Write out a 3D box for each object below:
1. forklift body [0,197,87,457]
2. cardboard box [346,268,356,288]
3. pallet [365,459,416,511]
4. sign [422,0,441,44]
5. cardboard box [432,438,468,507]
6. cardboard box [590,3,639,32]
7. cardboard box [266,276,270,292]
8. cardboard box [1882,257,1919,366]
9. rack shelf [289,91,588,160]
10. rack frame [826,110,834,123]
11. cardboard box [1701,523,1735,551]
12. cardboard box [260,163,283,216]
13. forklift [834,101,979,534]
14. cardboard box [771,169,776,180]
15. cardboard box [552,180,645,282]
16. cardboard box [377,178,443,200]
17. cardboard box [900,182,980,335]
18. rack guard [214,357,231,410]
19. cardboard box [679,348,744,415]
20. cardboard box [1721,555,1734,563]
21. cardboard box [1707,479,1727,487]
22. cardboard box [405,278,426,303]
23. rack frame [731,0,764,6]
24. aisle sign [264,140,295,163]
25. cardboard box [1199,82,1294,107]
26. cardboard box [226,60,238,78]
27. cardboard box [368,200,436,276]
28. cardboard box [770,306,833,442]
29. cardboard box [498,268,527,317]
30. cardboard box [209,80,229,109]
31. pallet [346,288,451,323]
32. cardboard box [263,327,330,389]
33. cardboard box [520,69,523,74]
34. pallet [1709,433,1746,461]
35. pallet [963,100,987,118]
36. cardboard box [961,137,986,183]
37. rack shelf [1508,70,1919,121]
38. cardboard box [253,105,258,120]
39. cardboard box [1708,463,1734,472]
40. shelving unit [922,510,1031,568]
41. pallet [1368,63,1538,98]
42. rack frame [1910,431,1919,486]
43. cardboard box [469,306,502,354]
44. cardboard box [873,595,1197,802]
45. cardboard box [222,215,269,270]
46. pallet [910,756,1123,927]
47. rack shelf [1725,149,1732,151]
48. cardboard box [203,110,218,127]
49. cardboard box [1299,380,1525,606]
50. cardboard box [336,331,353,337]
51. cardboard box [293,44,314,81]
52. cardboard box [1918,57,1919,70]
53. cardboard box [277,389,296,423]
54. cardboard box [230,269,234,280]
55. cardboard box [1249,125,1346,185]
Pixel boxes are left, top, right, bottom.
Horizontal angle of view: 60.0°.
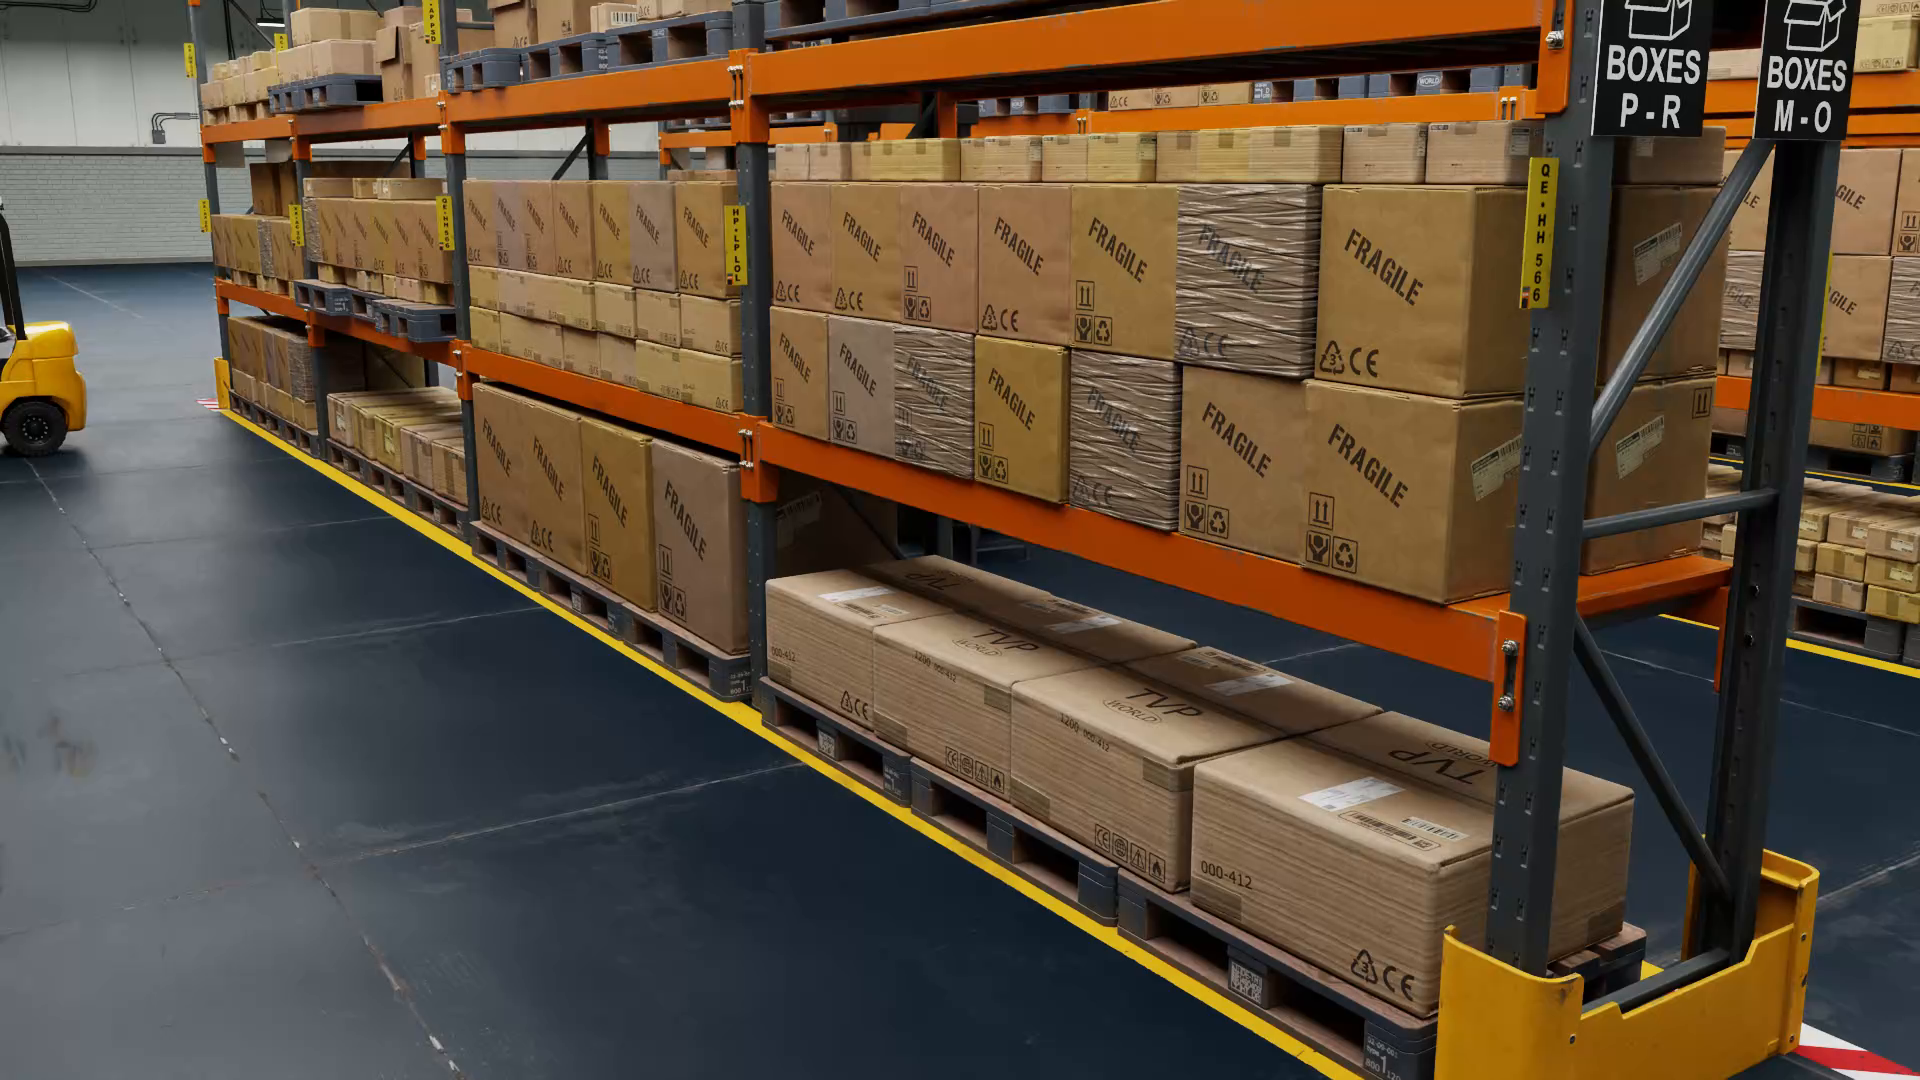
[{"bbox_3d":[-8.692,-1.775,13.942,2.313,2.155,1.214,-8,15,-33],"label":"forklift body"},{"bbox_3d":[-4.412,-1.997,12.575,0.380,0.149,0.250,-8,15,-32],"label":"cardboard box"},{"bbox_3d":[-3.802,-0.470,12.515,1.003,0.211,1.213,-8,15,-33],"label":"pallet"},{"bbox_3d":[-3.151,-3.130,9.922,0.100,0.325,0.005,-8,15,-33],"label":"sign"},{"bbox_3d":[-3.003,-0.499,11.290,0.950,0.372,0.625,-9,15,-37],"label":"cardboard box"},{"bbox_3d":[-1.655,-2.639,8.453,0.380,0.166,0.250,-7,14,-28],"label":"cardboard box"},{"bbox_3d":[-6.029,-2.315,15.014,0.380,0.149,0.250,-8,15,-34],"label":"cardboard box"},{"bbox_3d":[4.766,-1.082,7.857,0.500,0.500,0.500,-8,15,-33],"label":"cardboard box"},{"bbox_3d":[-3.807,-2.946,11.972,1.077,0.370,4.000,-8,15,-33],"label":"rack shelf"},{"bbox_3d":[-0.850,-2.791,16.604,1.000,3.000,0.127,-8,15,-33],"label":"rack frame"},{"bbox_3d":[4.177,-0.050,9.064,0.380,0.149,0.250,-7,14,-30],"label":"cardboard box"},{"bbox_3d":[-6.392,-3.425,16.233,0.700,0.500,0.500,-8,15,-32],"label":"cardboard box"},{"bbox_3d":[-0.592,-1.733,11.926,1.130,2.935,3.031,-6,14,-24],"label":"forklift"},{"bbox_3d":[-1.427,-3.546,17.176,0.875,0.550,0.550,-8,15,-33],"label":"cardboard box"},{"bbox_3d":[-1.795,-1.625,8.699,0.500,0.500,0.500,-8,15,-32],"label":"cardboard box"},{"bbox_3d":[-3.840,-2.450,11.611,0.380,0.149,0.250,-9,15,-35],"label":"cardboard box"},{"bbox_3d":[0.129,-1.005,5.864,0.500,0.500,0.500,-8,15,-32],"label":"cardboard box"},{"bbox_3d":[-7.089,-1.664,17.301,1.175,0.500,0.348,-8,15,-33],"label":"rack guard"},{"bbox_3d":[-0.941,-0.741,7.581,0.500,0.250,0.500,-9,15,-34],"label":"cardboard box"},{"bbox_3d":[4.269,0.148,8.854,0.380,0.149,0.250,-9,15,-34],"label":"cardboard box"},{"bbox_3d":[4.049,-0.247,9.267,0.380,0.149,0.250,-9,15,-34],"label":"cardboard box"},{"bbox_3d":[-3.462,-1.667,11.070,0.380,0.149,0.250,-8,15,-33],"label":"cardboard box"},{"bbox_3d":[-0.482,-3.695,6.695,1.000,3.000,0.127,-8,15,-33],"label":"rack frame"},{"bbox_3d":[-6.924,-4.214,17.025,0.394,0.787,0.004,-8,15,-33],"label":"aisle sign"},{"bbox_3d":[2.025,-3.285,11.605,0.500,0.500,0.500,-8,15,-33],"label":"cardboard box"},{"bbox_3d":[-6.493,-4.306,15.233,0.380,0.149,0.250,-8,14,-31],"label":"cardboard box"},{"bbox_3d":[-3.758,-2.103,11.546,0.500,0.500,0.500,-9,15,-37],"label":"cardboard box"},{"bbox_3d":[-0.440,-0.699,6.802,0.500,0.500,0.500,-8,14,-31],"label":"cardboard box"},{"bbox_3d":[-2.338,-1.435,9.585,0.500,0.250,0.500,-8,15,-31],"label":"cardboard box"},{"bbox_3d":[-6.803,-4.224,15.791,0.500,0.250,0.500,-8,15,-34],"label":"cardboard box"},{"bbox_3d":[-3.829,-1.729,12.198,1.003,0.211,1.213,-8,15,-33],"label":"pallet"},{"bbox_3d":[-6.033,-1.670,15.174,0.500,0.500,0.500,-7,14,-30],"label":"cardboard box"},{"bbox_3d":[-2.873,-2.997,10.839,0.396,0.266,0.258,-8,15,-33],"label":"cardboard box"},{"bbox_3d":[6.597,-0.921,14.578,1.003,0.211,1.213,-8,15,-33],"label":"pallet"},{"bbox_3d":[0.343,-3.760,14.453,1.003,0.211,1.213,-7,14,-30],"label":"pallet"},{"bbox_3d":[0.226,-1.311,5.741,0.380,0.149,0.250,-8,15,-33],"label":"cardboard box"},{"bbox_3d":[4.691,-2.127,8.228,1.077,0.370,4.000,-8,15,-33],"label":"rack shelf"},{"bbox_3d":[-6.121,-3.836,14.949,0.380,0.149,0.250,-8,15,-33],"label":"cardboard box"},{"bbox_3d":[4.315,-0.355,9.761,0.380,0.149,0.250,-8,15,-33],"label":"cardboard box"},{"bbox_3d":[0.096,-0.654,10.342,0.431,1.500,0.755,-6,14,-24],"label":"shelving unit"},{"bbox_3d":[3.329,-2.864,10.357,1.213,0.211,1.003,-8,15,-33],"label":"pallet"},{"bbox_3d":[7.768,-1.937,12.700,1.000,3.000,0.127,-8,15,-33],"label":"rack frame"},{"bbox_3d":[-2.637,-1.286,10.071,0.500,0.250,0.500,-8,15,-34],"label":"cardboard box"},{"bbox_3d":[0.273,0.566,6.269,0.875,0.438,0.875,-9,15,-34],"label":"cardboard box"},{"bbox_3d":[-6.810,-2.884,16.098,0.500,0.500,0.500,-8,14,-31],"label":"cardboard box"},{"bbox_3d":[0.554,0.959,5.980,1.003,0.211,1.213,-8,15,-33],"label":"pallet"},{"bbox_3d":[10.476,-6.002,25.948,1.077,0.370,4.000,-8,15,-33],"label":"rack shelf"},{"bbox_3d":[-7.217,-4.144,16.356,0.380,0.149,0.250,-8,15,-33],"label":"cardboard box"},{"bbox_3d":[1.246,-0.156,4.322,0.500,0.500,0.500,-8,15,-32],"label":"cardboard box"},{"bbox_3d":[-5.323,-1.646,15.066,0.500,0.500,0.500,-7,14,-30],"label":"cardboard box"},{"bbox_3d":[-4.643,-3.543,12.389,0.500,0.250,0.500,-8,15,-34],"label":"cardboard box"},{"bbox_3d":[4.774,-2.278,7.589,0.500,0.250,0.500,-7,14,-30],"label":"cardboard box"},{"bbox_3d":[-5.769,-1.216,14.854,0.500,0.250,0.500,-9,15,-34],"label":"cardboard box"},{"bbox_3d":[-7.115,-2.691,16.734,0.380,0.149,0.250,-8,15,-33],"label":"cardboard box"},{"bbox_3d":[0.995,-1.026,4.438,0.380,0.149,0.250,-8,15,-33],"label":"cardboard box"}]
